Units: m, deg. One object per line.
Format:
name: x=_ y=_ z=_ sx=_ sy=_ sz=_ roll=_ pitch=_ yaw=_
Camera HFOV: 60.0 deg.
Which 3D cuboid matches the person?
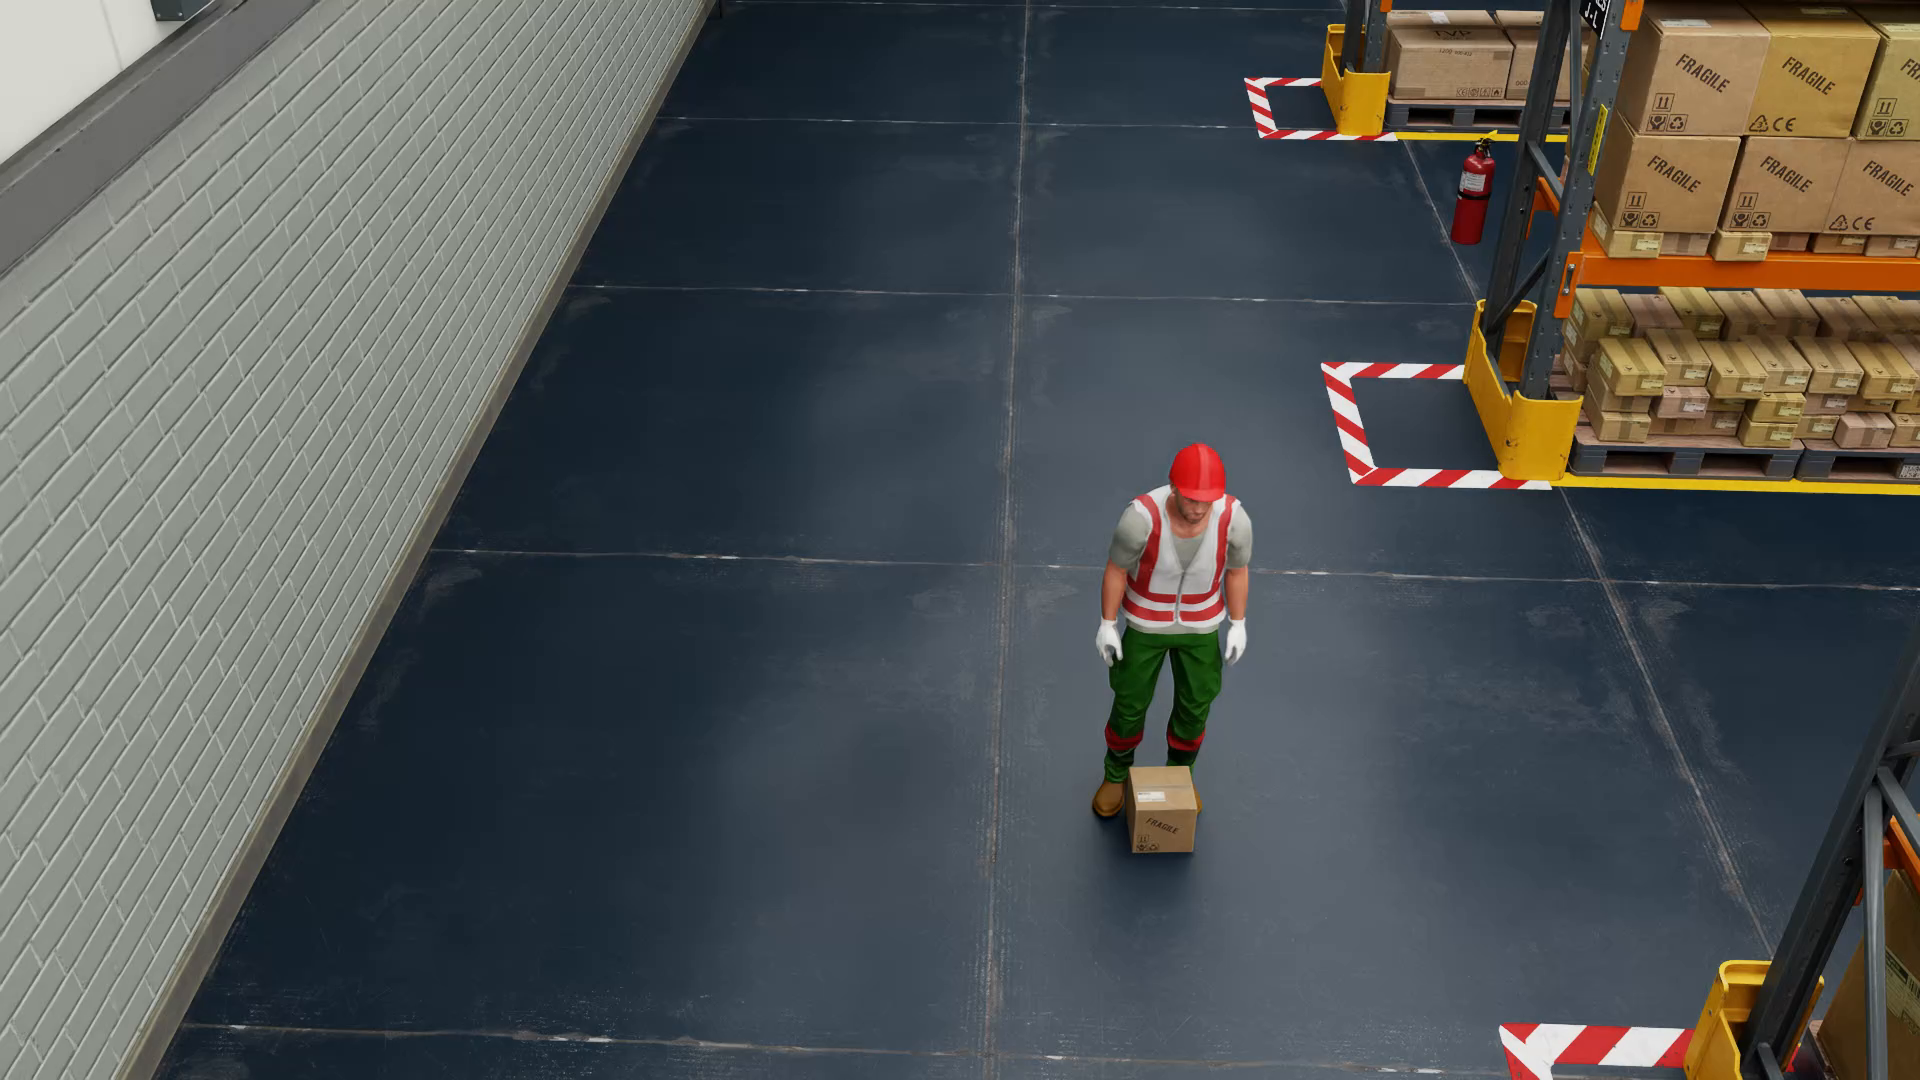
person: x=0.844 y=0.358 z=6.602 sx=0.610 sy=1.777 sz=0.452 roll=0 pitch=35 yaw=-1
